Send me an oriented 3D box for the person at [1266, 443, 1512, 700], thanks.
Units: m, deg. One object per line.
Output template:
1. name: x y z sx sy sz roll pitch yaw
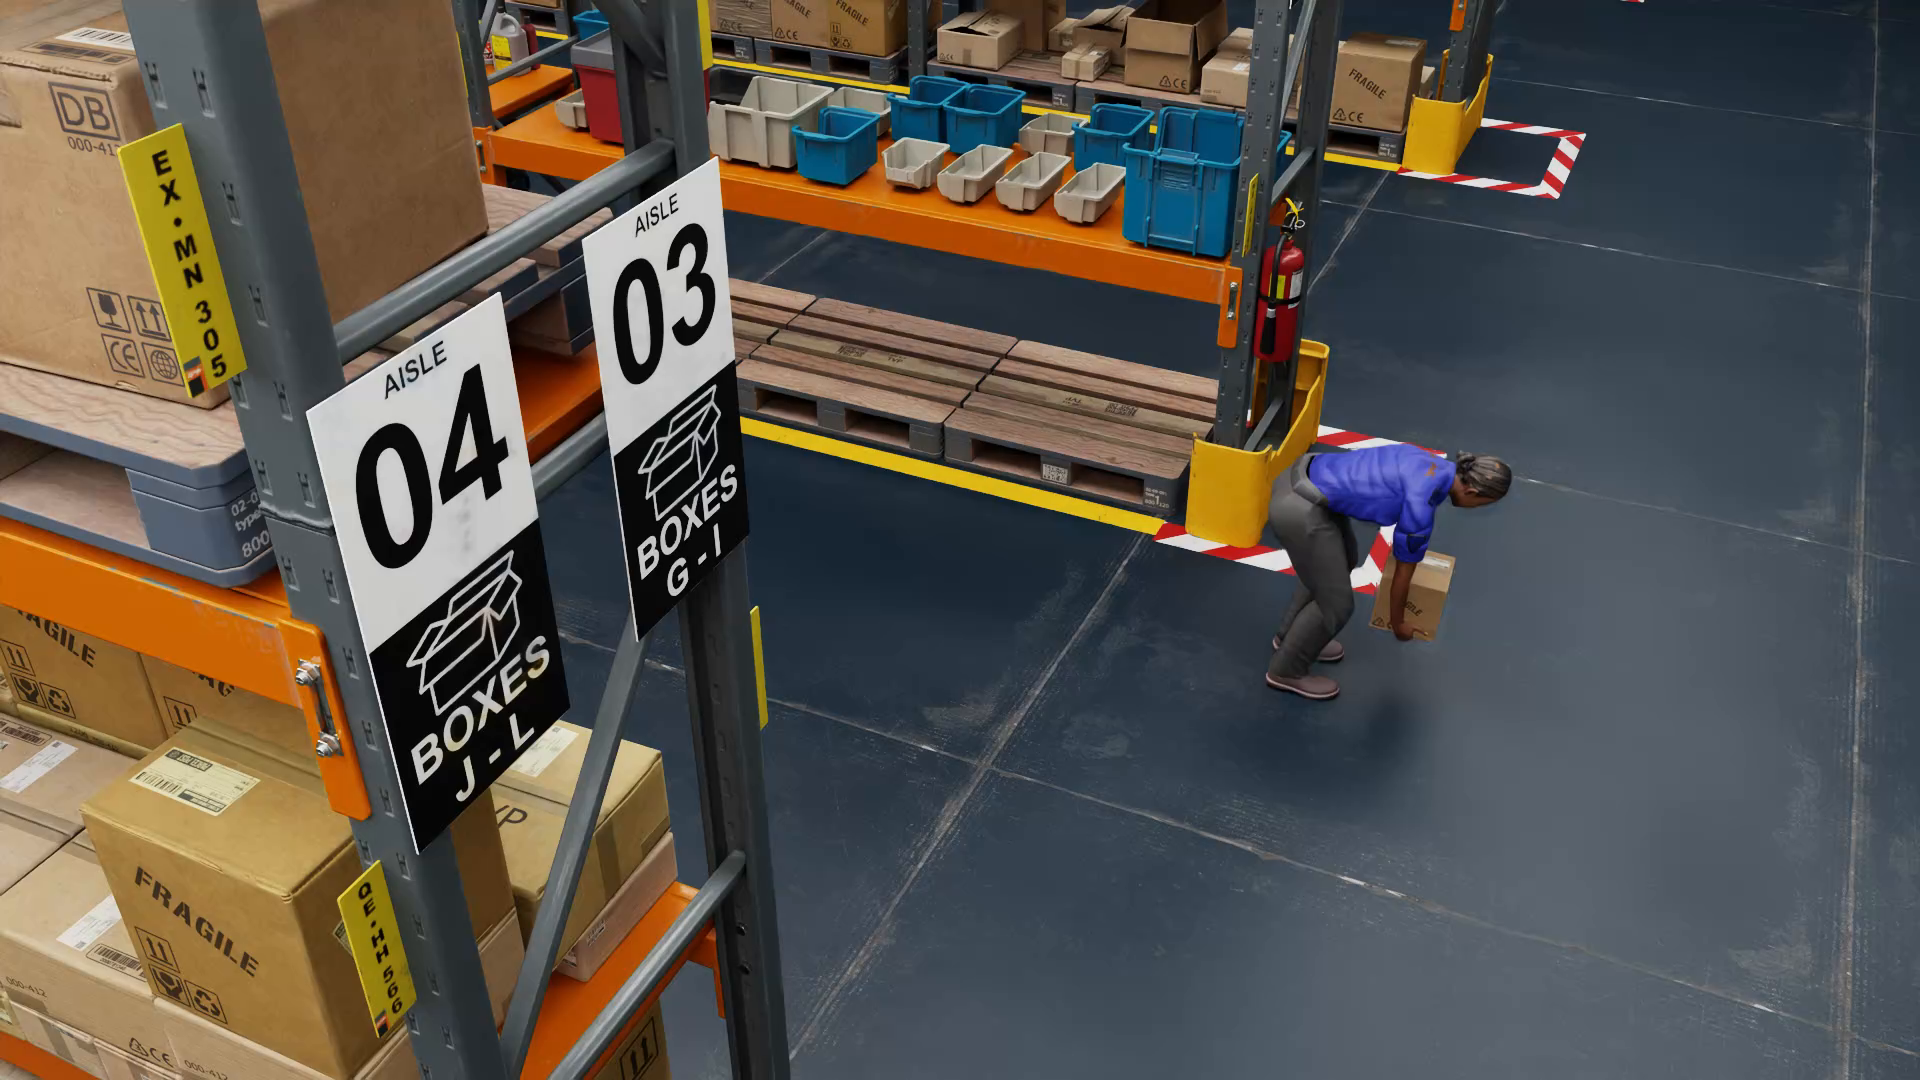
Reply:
1. person: 1.618 0.103 6.488 0.867 1.111 0.422 7 35 11
